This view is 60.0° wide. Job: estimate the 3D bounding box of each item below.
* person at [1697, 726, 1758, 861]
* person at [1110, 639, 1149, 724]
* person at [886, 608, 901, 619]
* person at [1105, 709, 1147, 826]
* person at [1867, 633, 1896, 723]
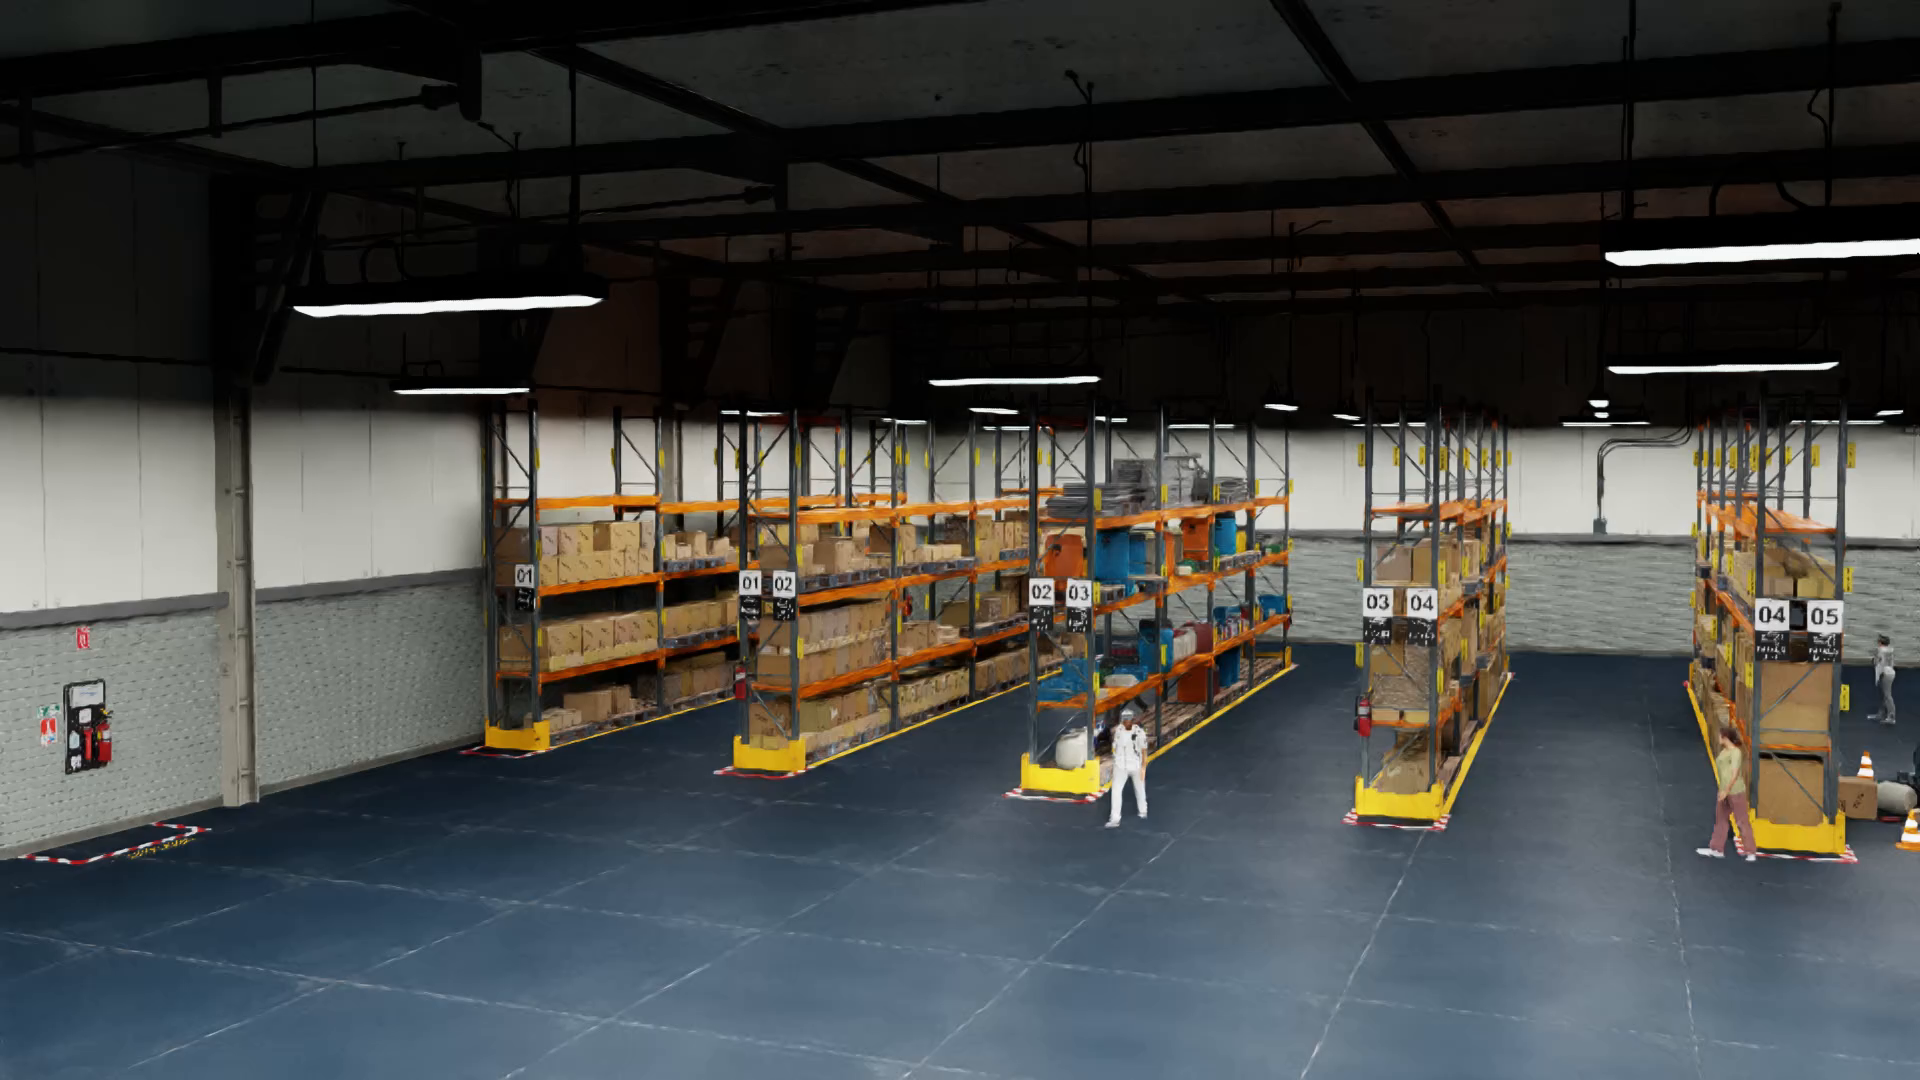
[{"bbox_3d":[9.594,3.140,20.694,0.632,1.664,0.552,0,3,1],"label":"person"},{"bbox_3d":[3.179,2.659,31.279,0.508,1.591,0.940,2,4,42],"label":"person"},{"bbox_3d":[-1.916,1.956,45.019,0.638,1.668,0.457,-1,3,-22],"label":"person"},{"bbox_3d":[2.318,3.077,22.677,0.481,1.583,1.093,1,3,19],"label":"person"},{"bbox_3d":[17.469,2.602,31.490,0.554,1.663,0.585,3,4,44],"label":"person"}]
